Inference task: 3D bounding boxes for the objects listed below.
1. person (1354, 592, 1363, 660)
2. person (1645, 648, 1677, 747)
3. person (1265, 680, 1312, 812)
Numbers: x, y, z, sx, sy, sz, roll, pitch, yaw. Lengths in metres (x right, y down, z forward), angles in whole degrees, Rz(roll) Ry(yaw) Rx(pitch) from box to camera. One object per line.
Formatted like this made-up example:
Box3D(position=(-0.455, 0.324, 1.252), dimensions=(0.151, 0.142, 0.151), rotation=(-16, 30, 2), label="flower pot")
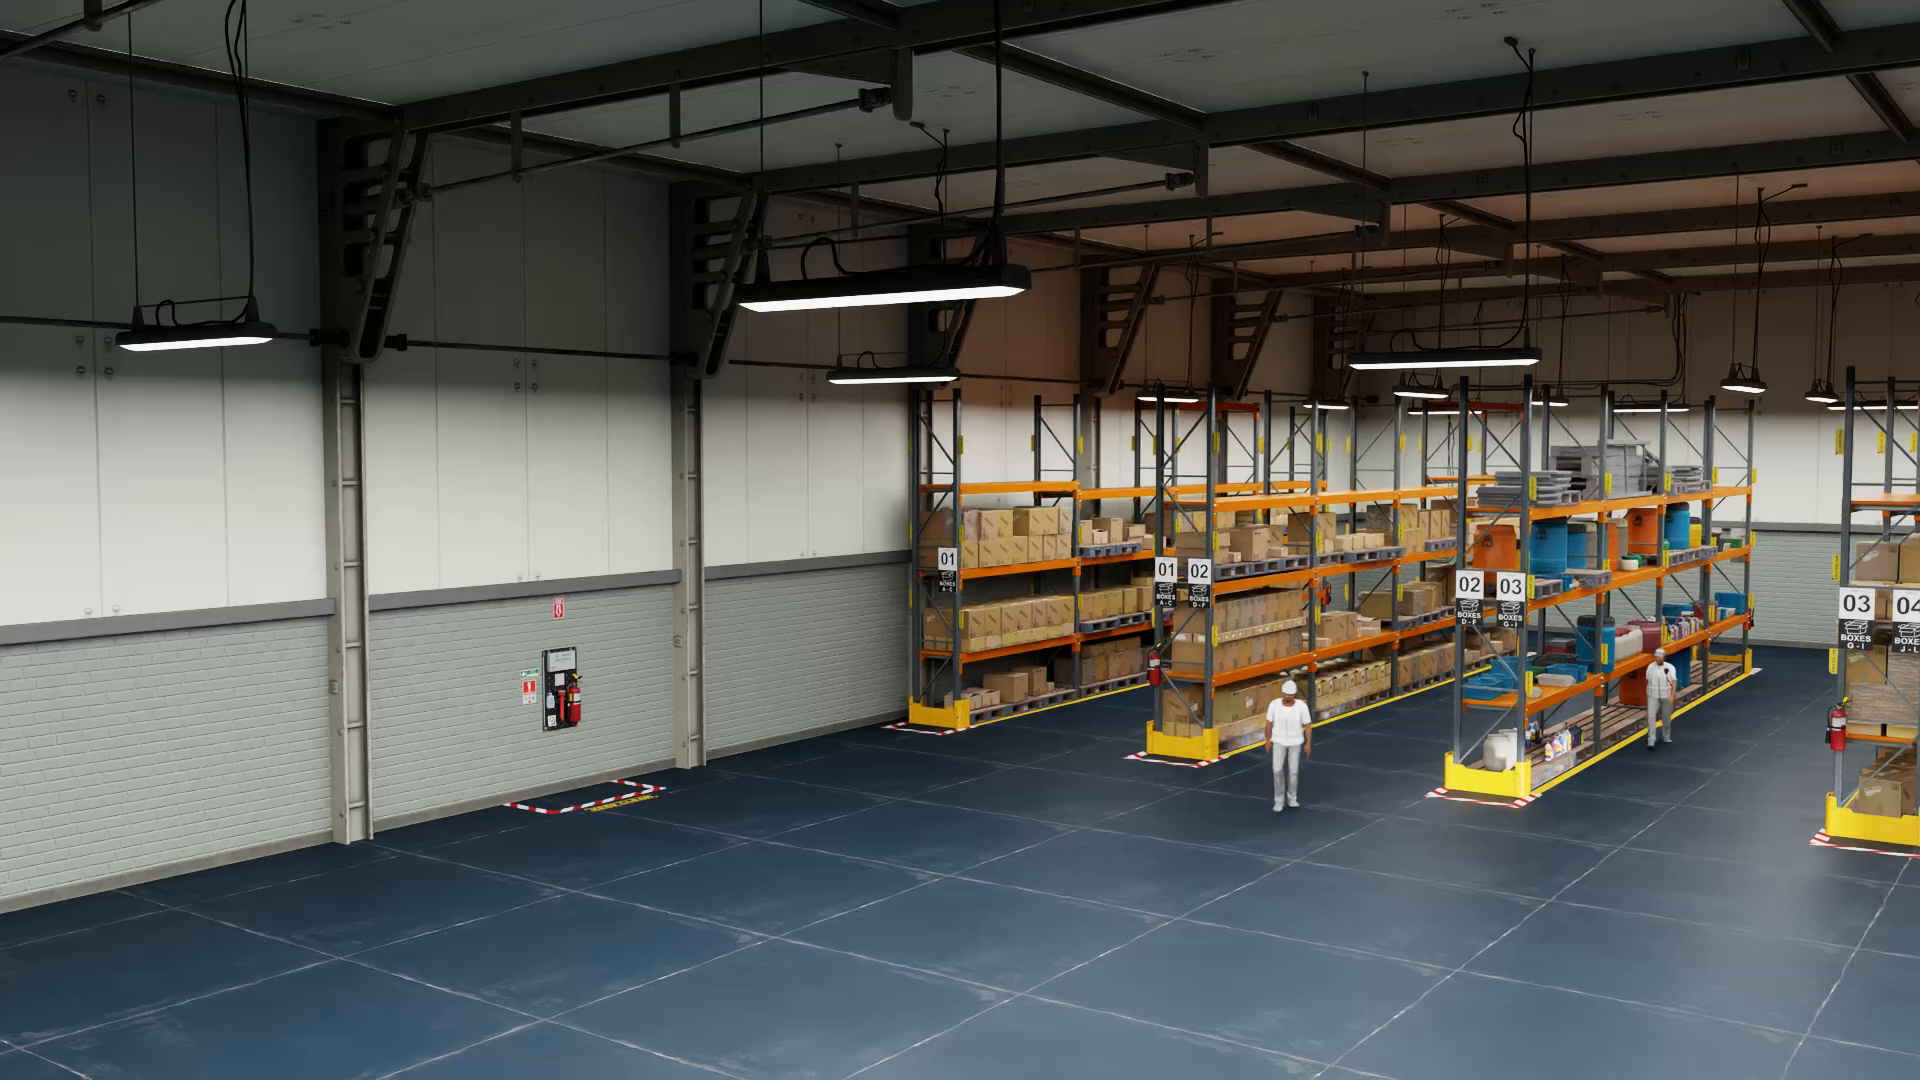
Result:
Box3D(position=(8.855, 2.036, 36.792), dimensions=(0.669, 1.755, 0.645), rotation=(1, 3, 11), label="person")
Box3D(position=(11.629, 2.603, 27.606), dimensions=(0.499, 1.604, 1.001), rotation=(2, 4, 28), label="person")
Box3D(position=(4.515, 2.837, 22.861), dimensions=(0.633, 1.845, 0.466), rotation=(1, 3, 14), label="person")
